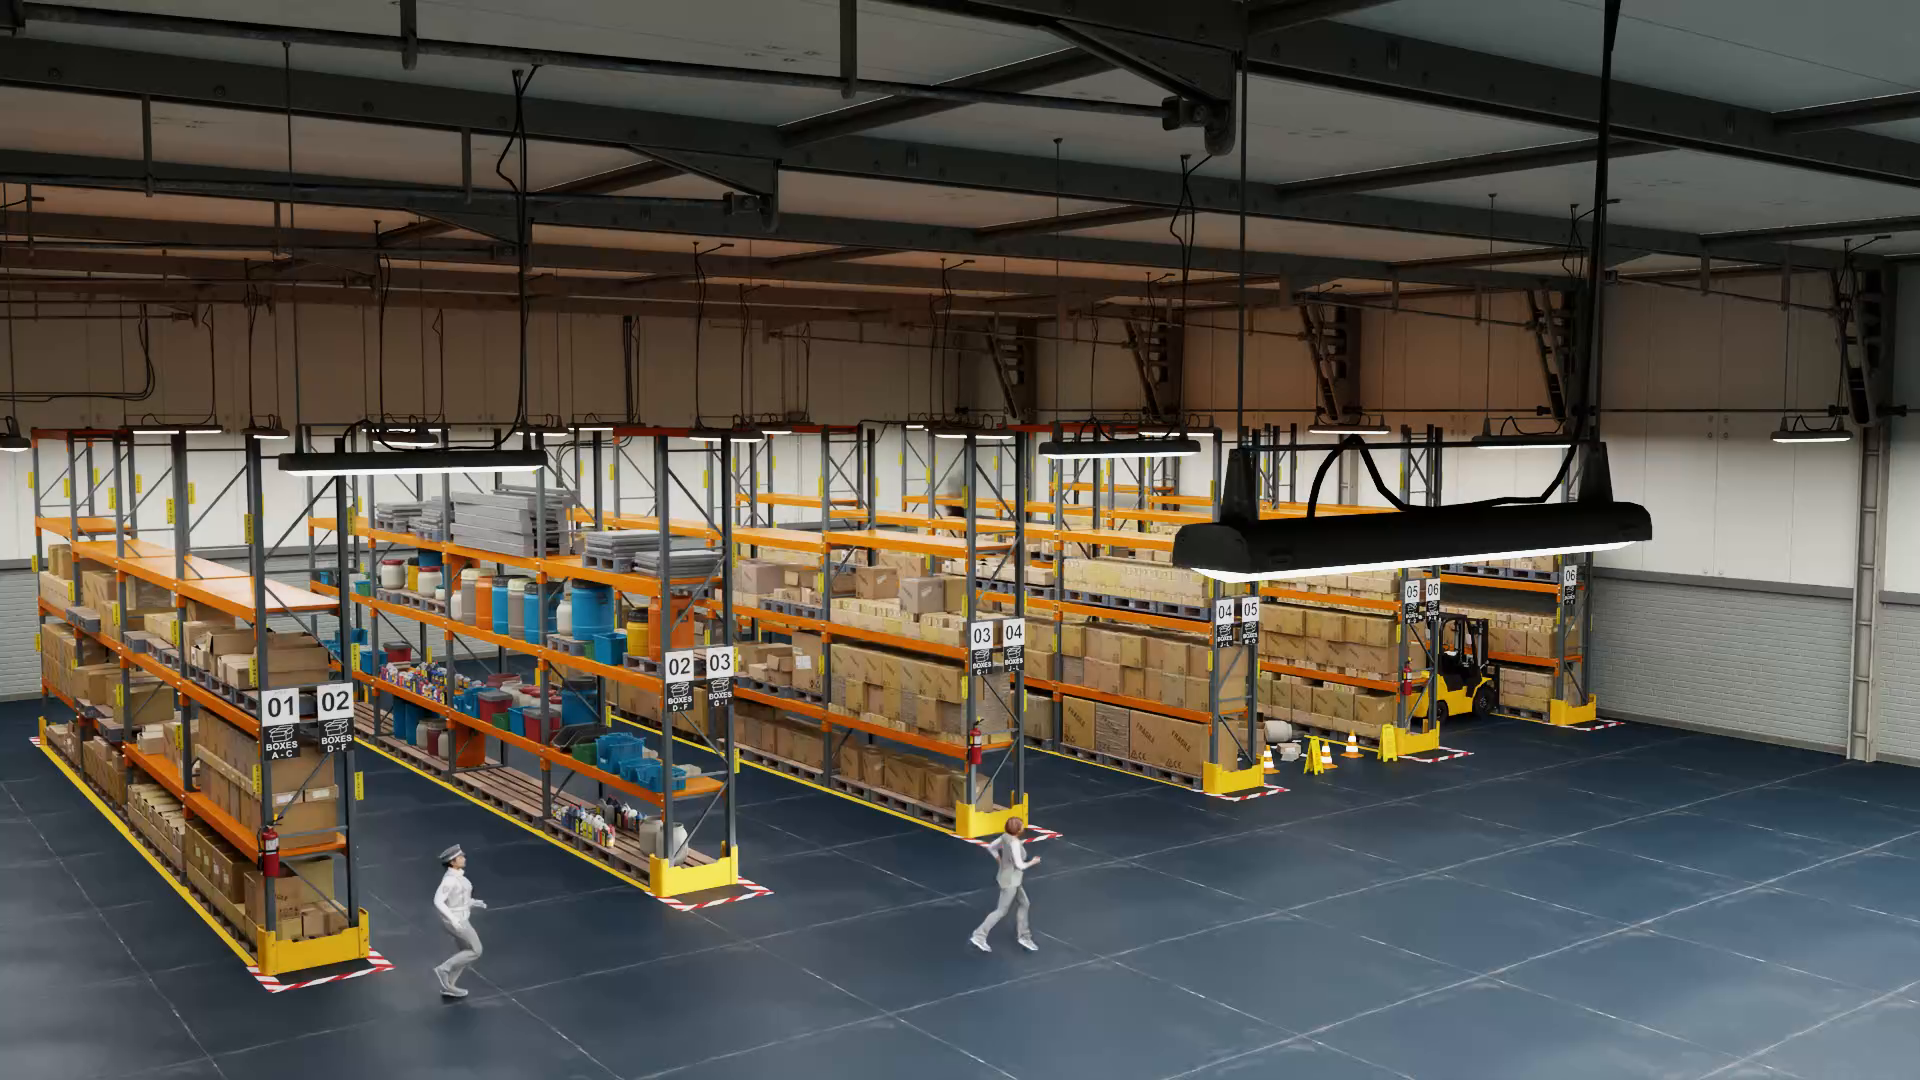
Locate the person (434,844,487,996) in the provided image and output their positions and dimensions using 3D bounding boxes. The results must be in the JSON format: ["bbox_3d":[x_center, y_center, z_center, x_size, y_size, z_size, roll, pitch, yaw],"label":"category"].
[{"bbox_3d":[-5.389,4.099,17.942,0.542,1.661,0.609,-1,5,-11],"label":"person"}]

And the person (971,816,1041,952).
[{"bbox_3d":[0.532,4.014,19.331,0.833,1.628,0.548,-1,5,-10],"label":"person"}]
